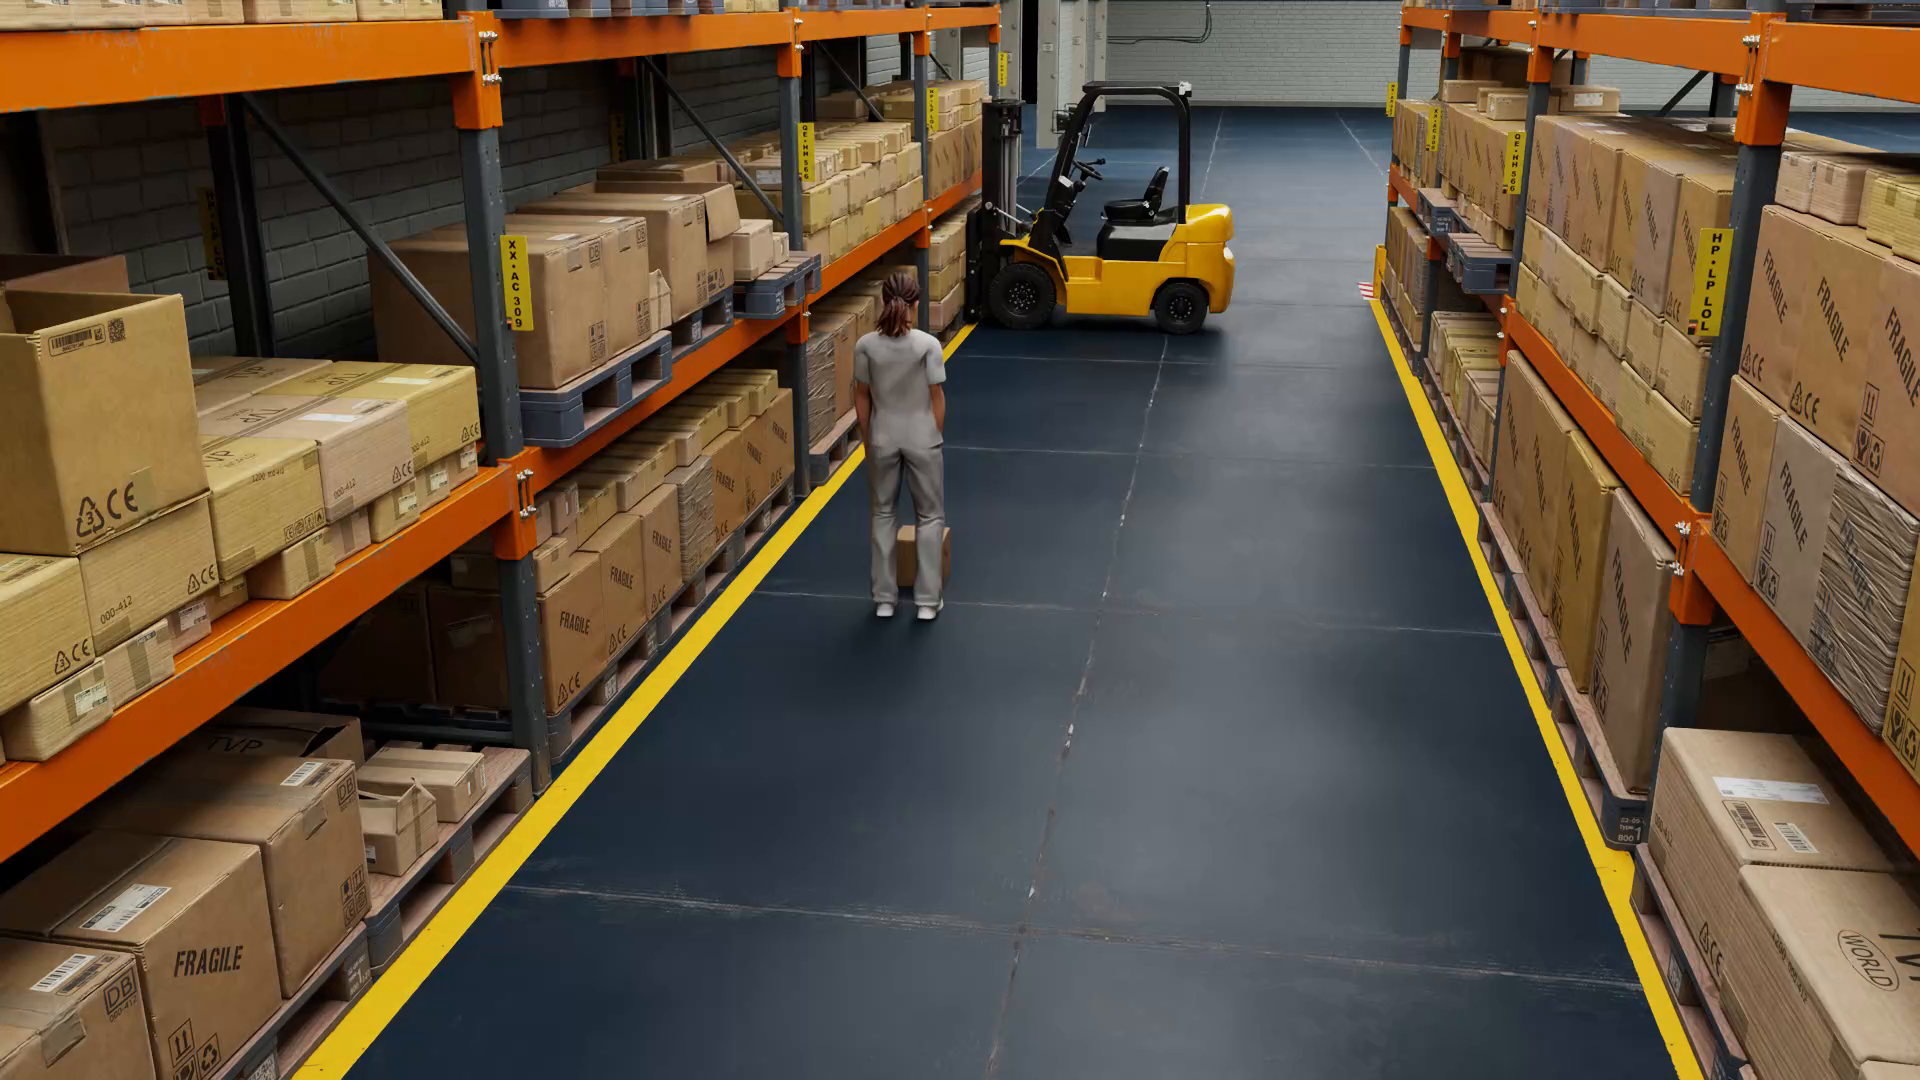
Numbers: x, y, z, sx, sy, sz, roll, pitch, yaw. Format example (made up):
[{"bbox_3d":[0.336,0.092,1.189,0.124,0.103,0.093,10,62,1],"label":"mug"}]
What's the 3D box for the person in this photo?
[{"bbox_3d":[-0.283,-0.428,7.946,0.447,1.641,0.339,3,18,9],"label":"person"}]
